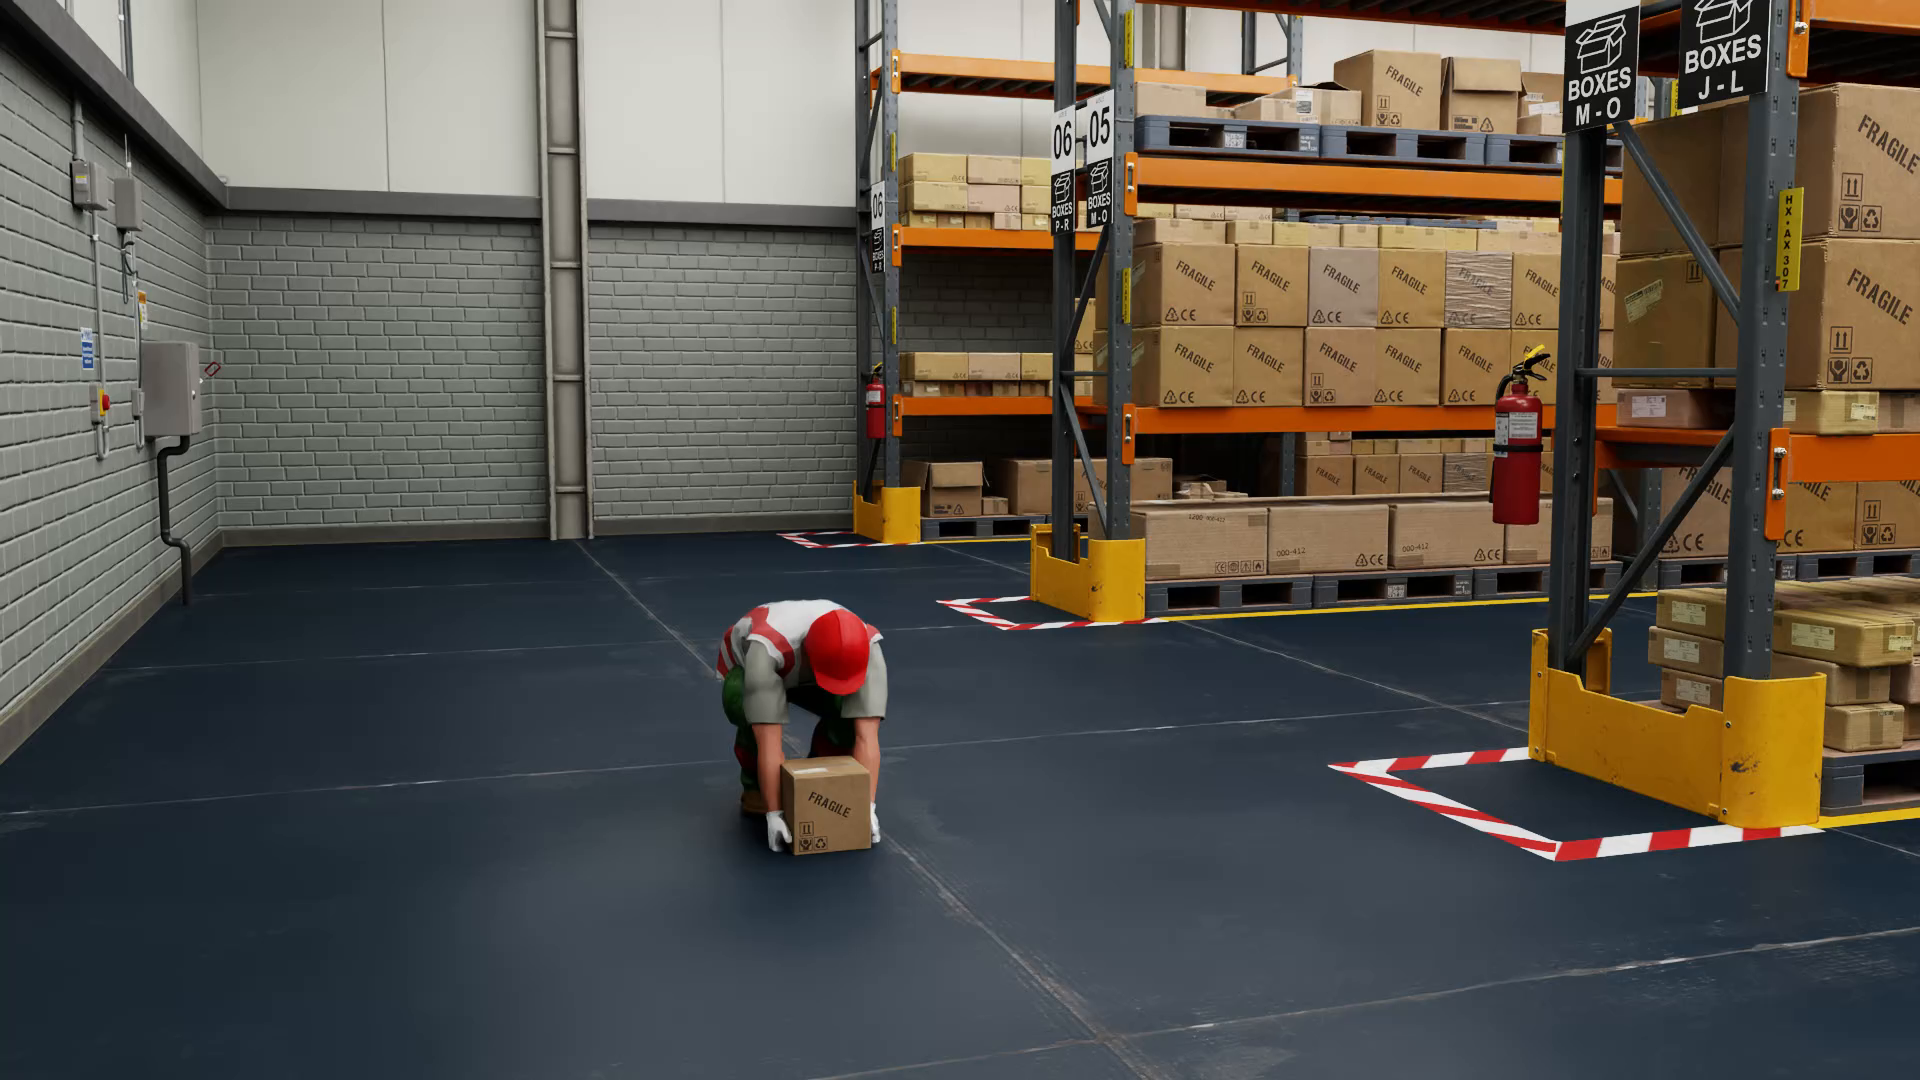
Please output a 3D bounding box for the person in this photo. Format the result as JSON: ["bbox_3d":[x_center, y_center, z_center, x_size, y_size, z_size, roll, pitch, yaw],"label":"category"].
[{"bbox_3d":[-0.538,0.593,5.653,0.520,0.817,0.945,-2,6,-20],"label":"person"}]
